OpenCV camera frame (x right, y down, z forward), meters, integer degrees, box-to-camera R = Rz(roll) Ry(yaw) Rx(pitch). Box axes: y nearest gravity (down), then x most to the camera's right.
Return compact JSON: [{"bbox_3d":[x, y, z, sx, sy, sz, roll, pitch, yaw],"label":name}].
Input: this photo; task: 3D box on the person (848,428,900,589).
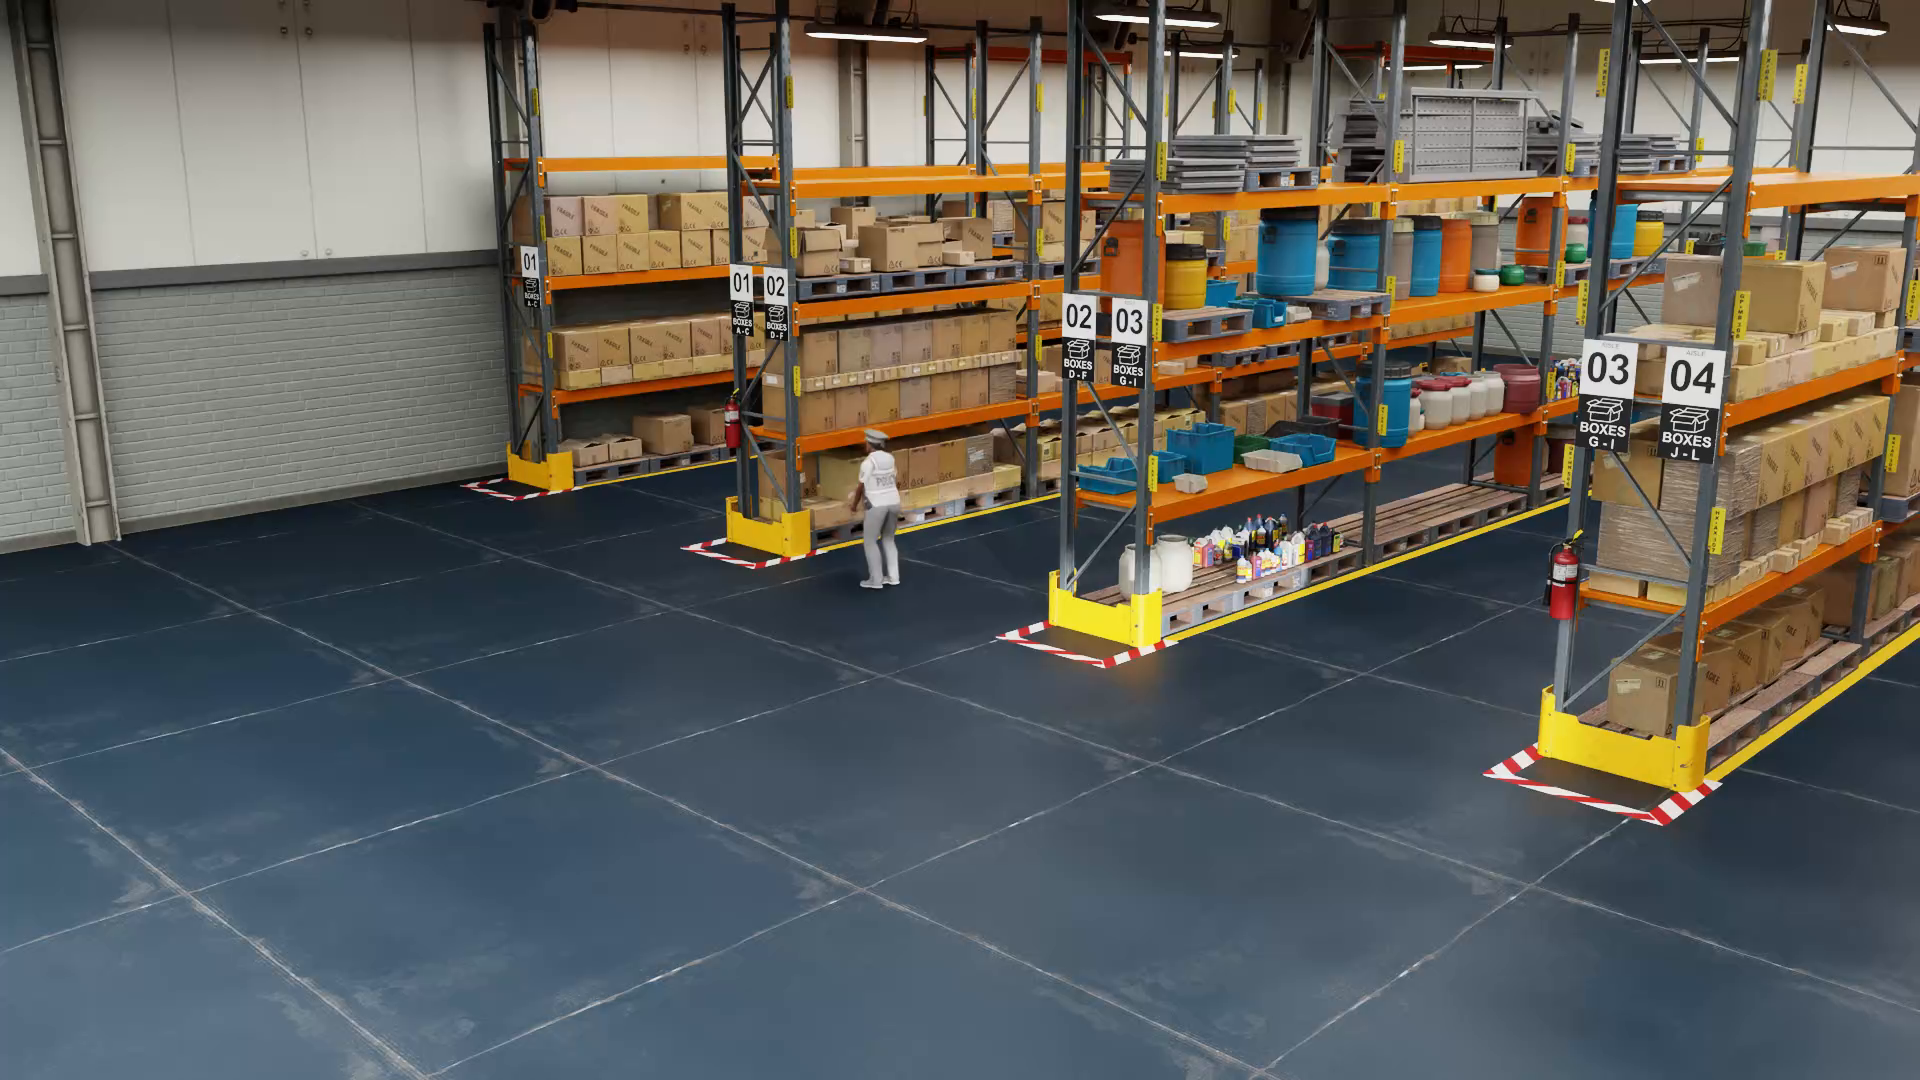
[{"bbox_3d":[-0.894,-0.340,17.375,0.537,1.674,0.416,13,19,41],"label":"person"}]
